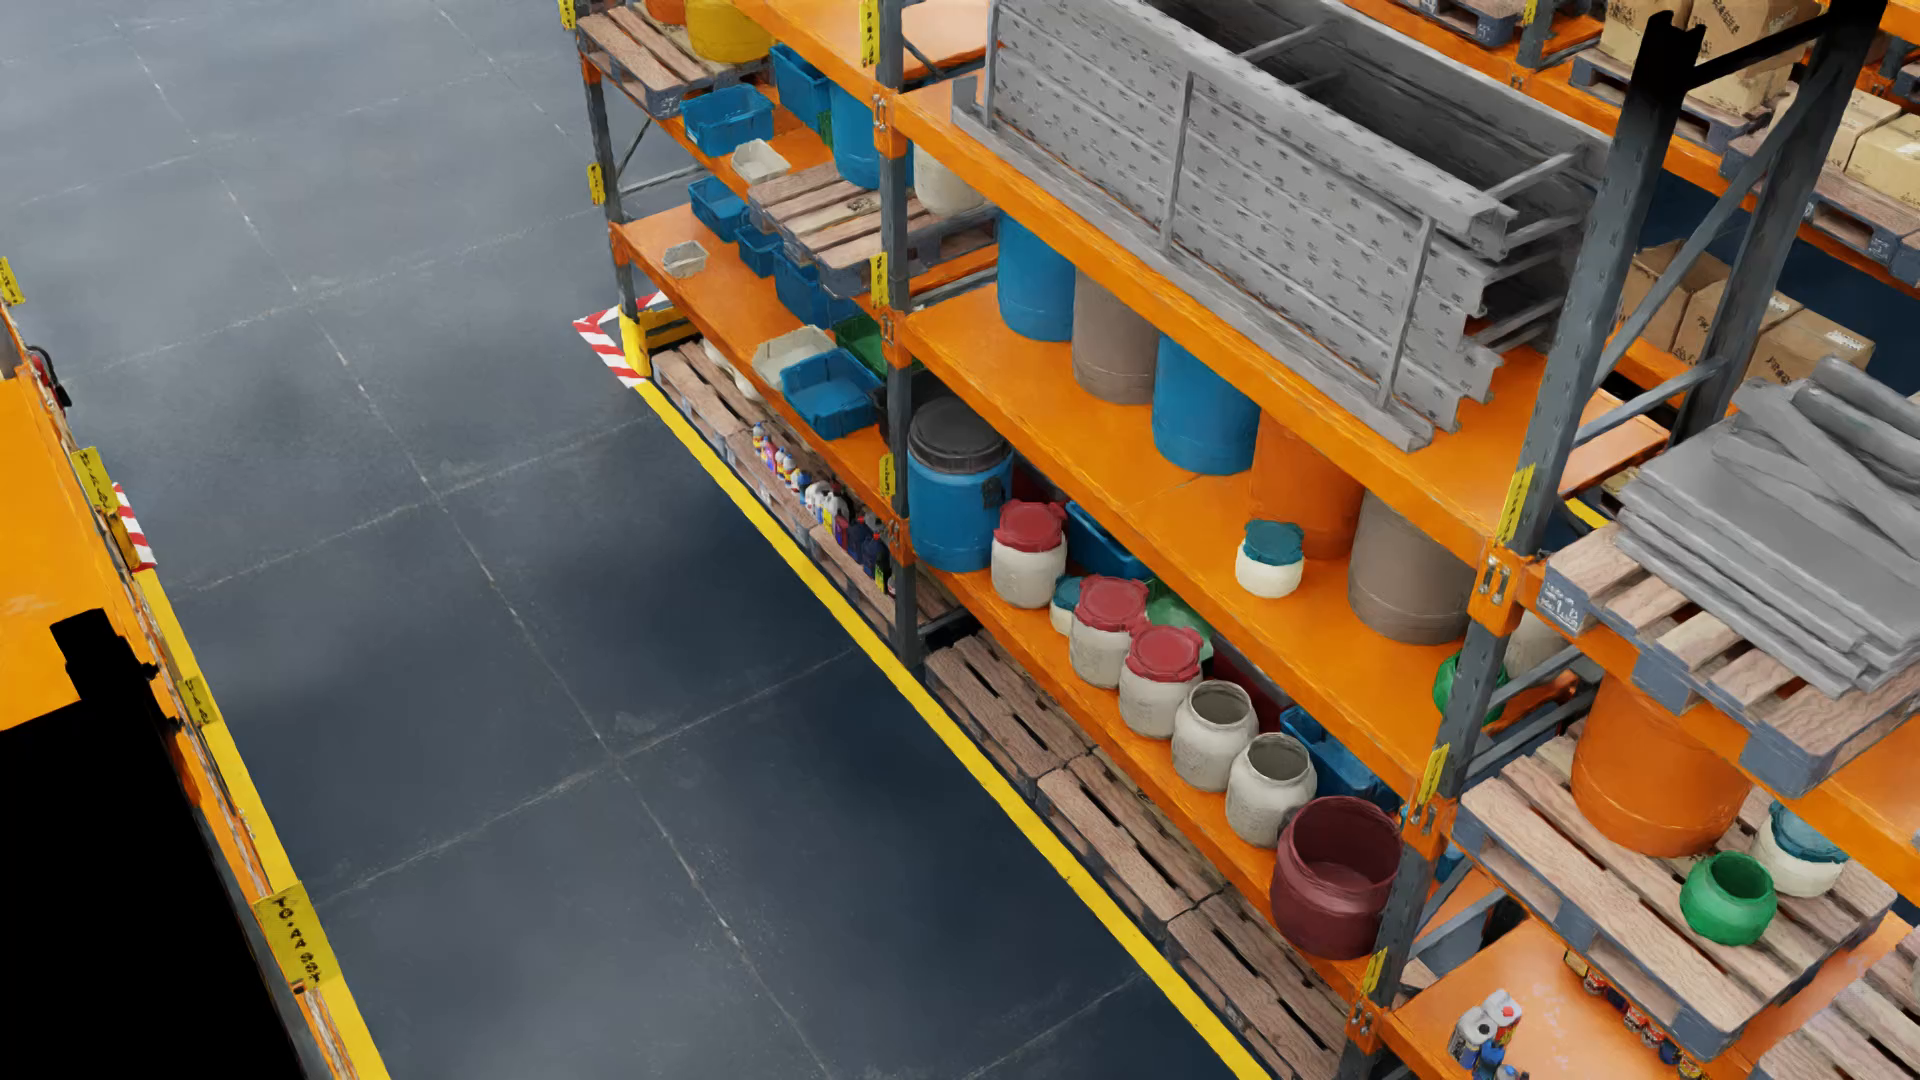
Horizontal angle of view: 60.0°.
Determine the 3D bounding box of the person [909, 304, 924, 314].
[{"bbox_3d":[-0.504,-2.202,12.970,0.580,1.619,0.507,-25,48,-24],"label":"person"}]
